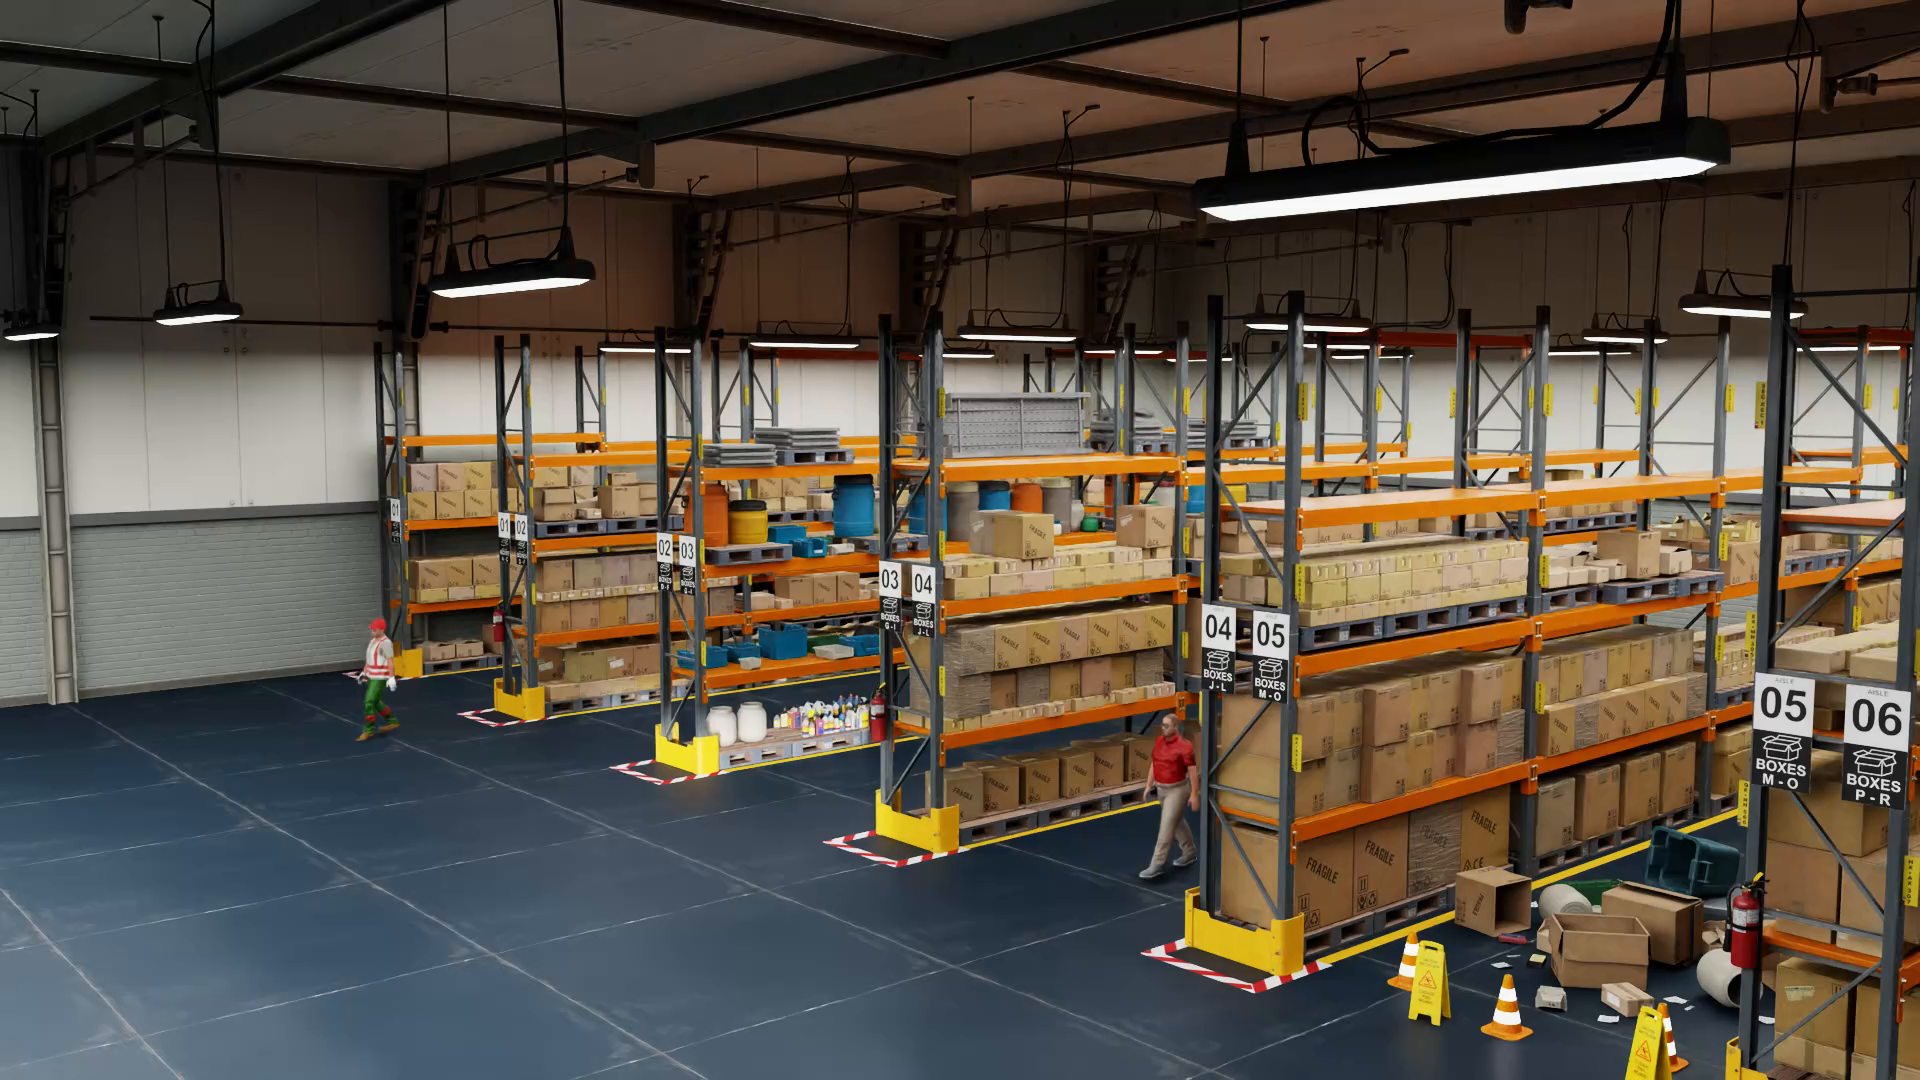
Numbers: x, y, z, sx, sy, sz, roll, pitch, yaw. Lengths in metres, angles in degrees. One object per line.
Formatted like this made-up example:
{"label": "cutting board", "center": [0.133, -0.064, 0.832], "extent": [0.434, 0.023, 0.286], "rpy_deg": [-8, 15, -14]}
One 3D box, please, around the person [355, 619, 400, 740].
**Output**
{"label": "person", "center": [-8.648, 2.059, 24.661], "extent": [0.639, 1.797, 0.725], "rpy_deg": [5, 7, 44]}

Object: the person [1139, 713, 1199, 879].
{"label": "person", "center": [2.193, 2.688, 17.711], "extent": [0.961, 1.682, 0.578], "rpy_deg": [-3, 6, -30]}
